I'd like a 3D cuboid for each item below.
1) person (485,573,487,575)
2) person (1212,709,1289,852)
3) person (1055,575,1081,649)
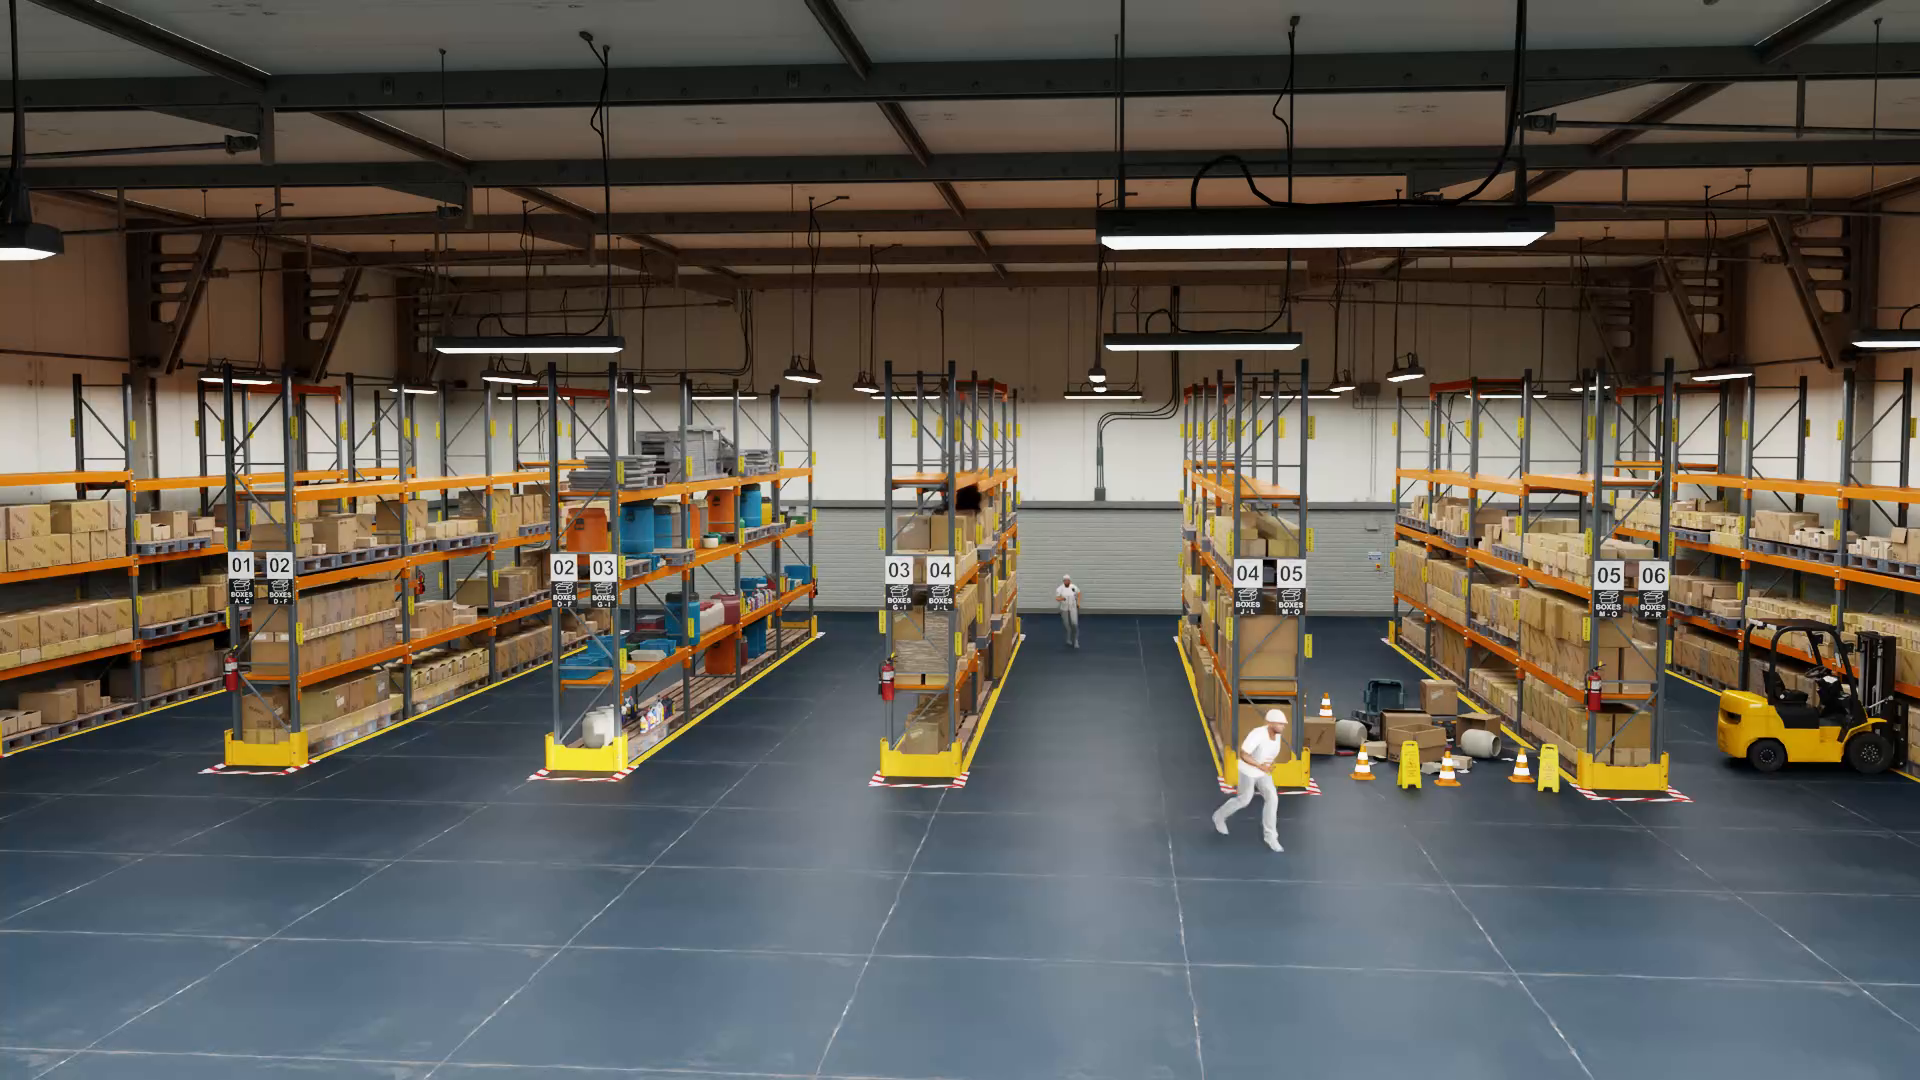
[{"bbox_3d":[-11.075,1.614,39.171,0.752,1.743,1.064,0,4,-7],"label":"person"},{"bbox_3d":[3.516,2.858,20.125,1.056,1.717,0.743,3,5,42],"label":"person"},{"bbox_3d":[2.484,1.650,38.484,0.574,1.710,0.753,0,4,6],"label":"person"}]
